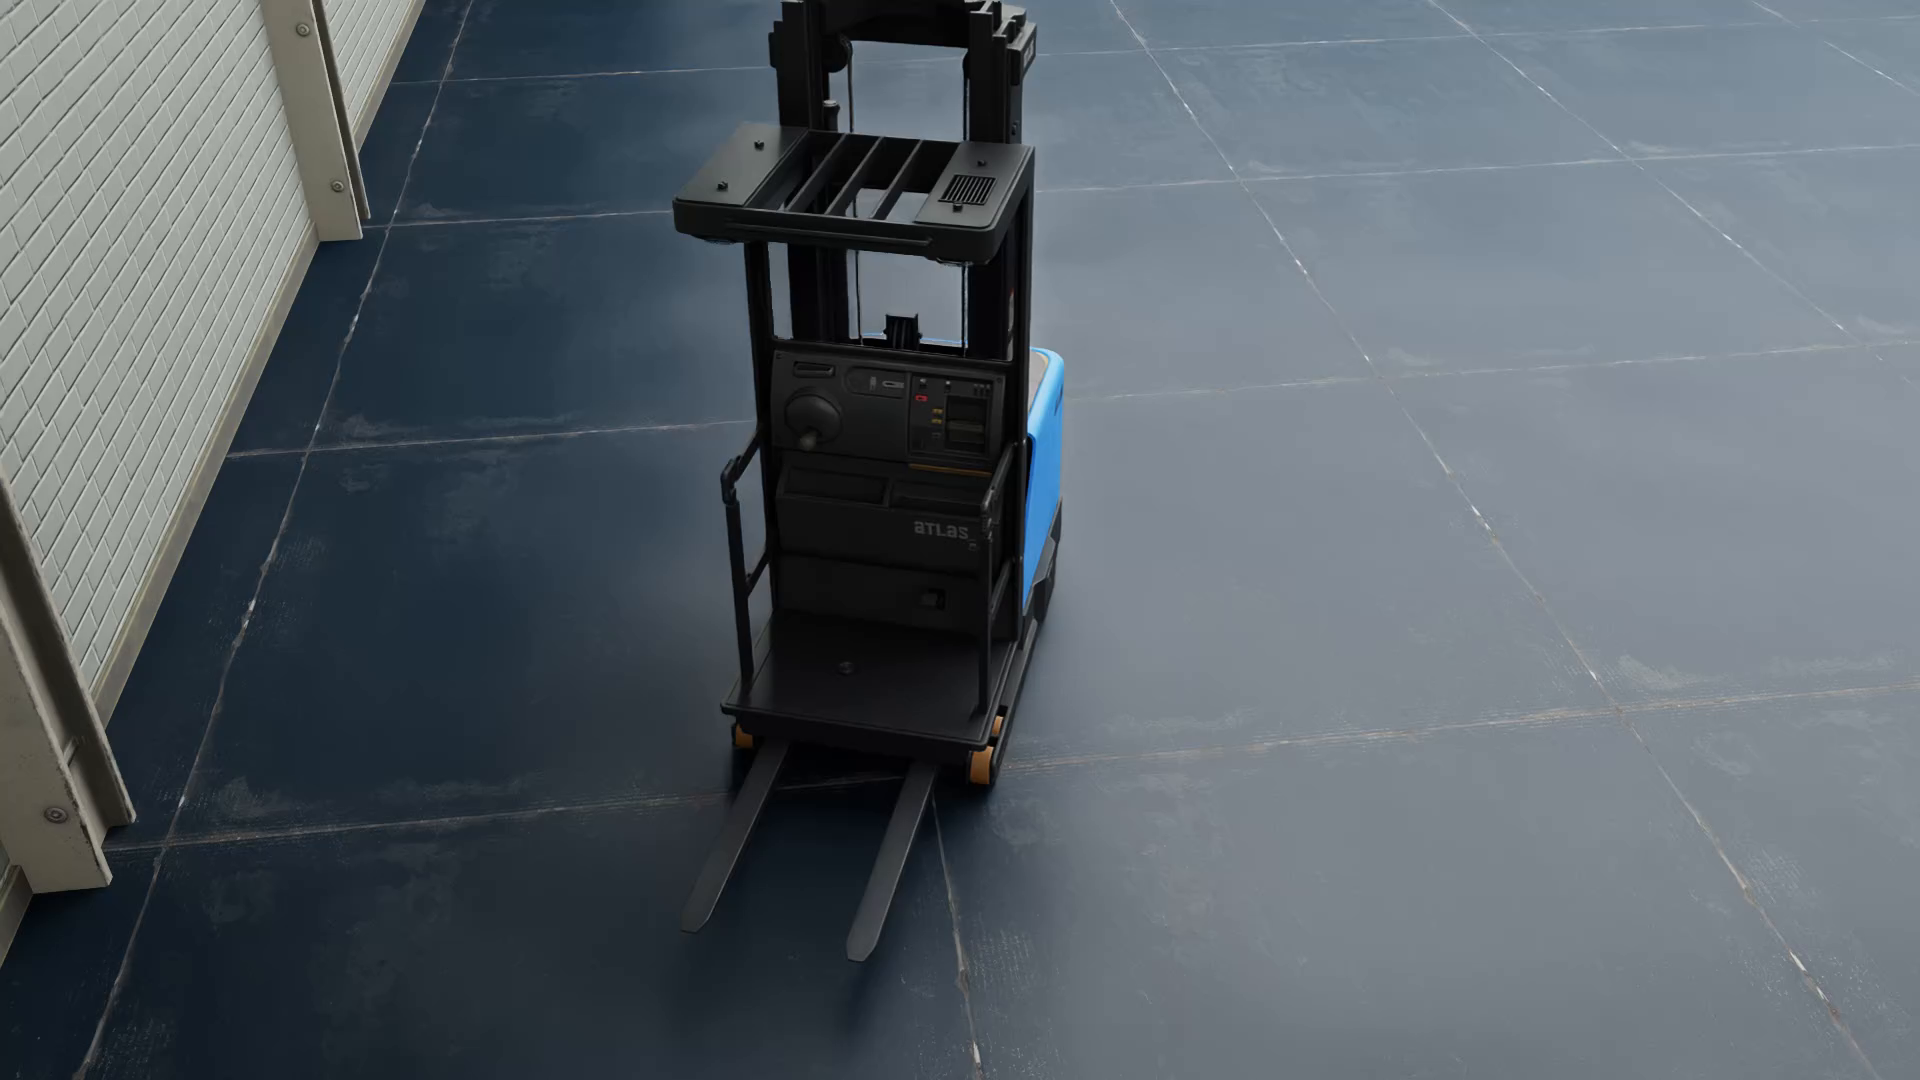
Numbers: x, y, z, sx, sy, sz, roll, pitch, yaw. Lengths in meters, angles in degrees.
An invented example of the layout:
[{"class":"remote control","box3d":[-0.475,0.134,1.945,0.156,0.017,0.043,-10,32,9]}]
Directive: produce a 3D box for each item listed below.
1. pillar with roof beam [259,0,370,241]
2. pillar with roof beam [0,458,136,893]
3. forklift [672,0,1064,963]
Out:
[{"class":"pillar with roof beam","box3d":[0.044,-6.176,9.322,9.100,9.000,0.400,-4,35,-6]},{"class":"pillar with roof beam","box3d":[0.851,-2.828,4.409,9.100,9.000,0.400,-4,35,-6]},{"class":"forklift","box3d":[-0.329,-0.446,6.302,1.130,2.935,3.031,7,35,10]}]
